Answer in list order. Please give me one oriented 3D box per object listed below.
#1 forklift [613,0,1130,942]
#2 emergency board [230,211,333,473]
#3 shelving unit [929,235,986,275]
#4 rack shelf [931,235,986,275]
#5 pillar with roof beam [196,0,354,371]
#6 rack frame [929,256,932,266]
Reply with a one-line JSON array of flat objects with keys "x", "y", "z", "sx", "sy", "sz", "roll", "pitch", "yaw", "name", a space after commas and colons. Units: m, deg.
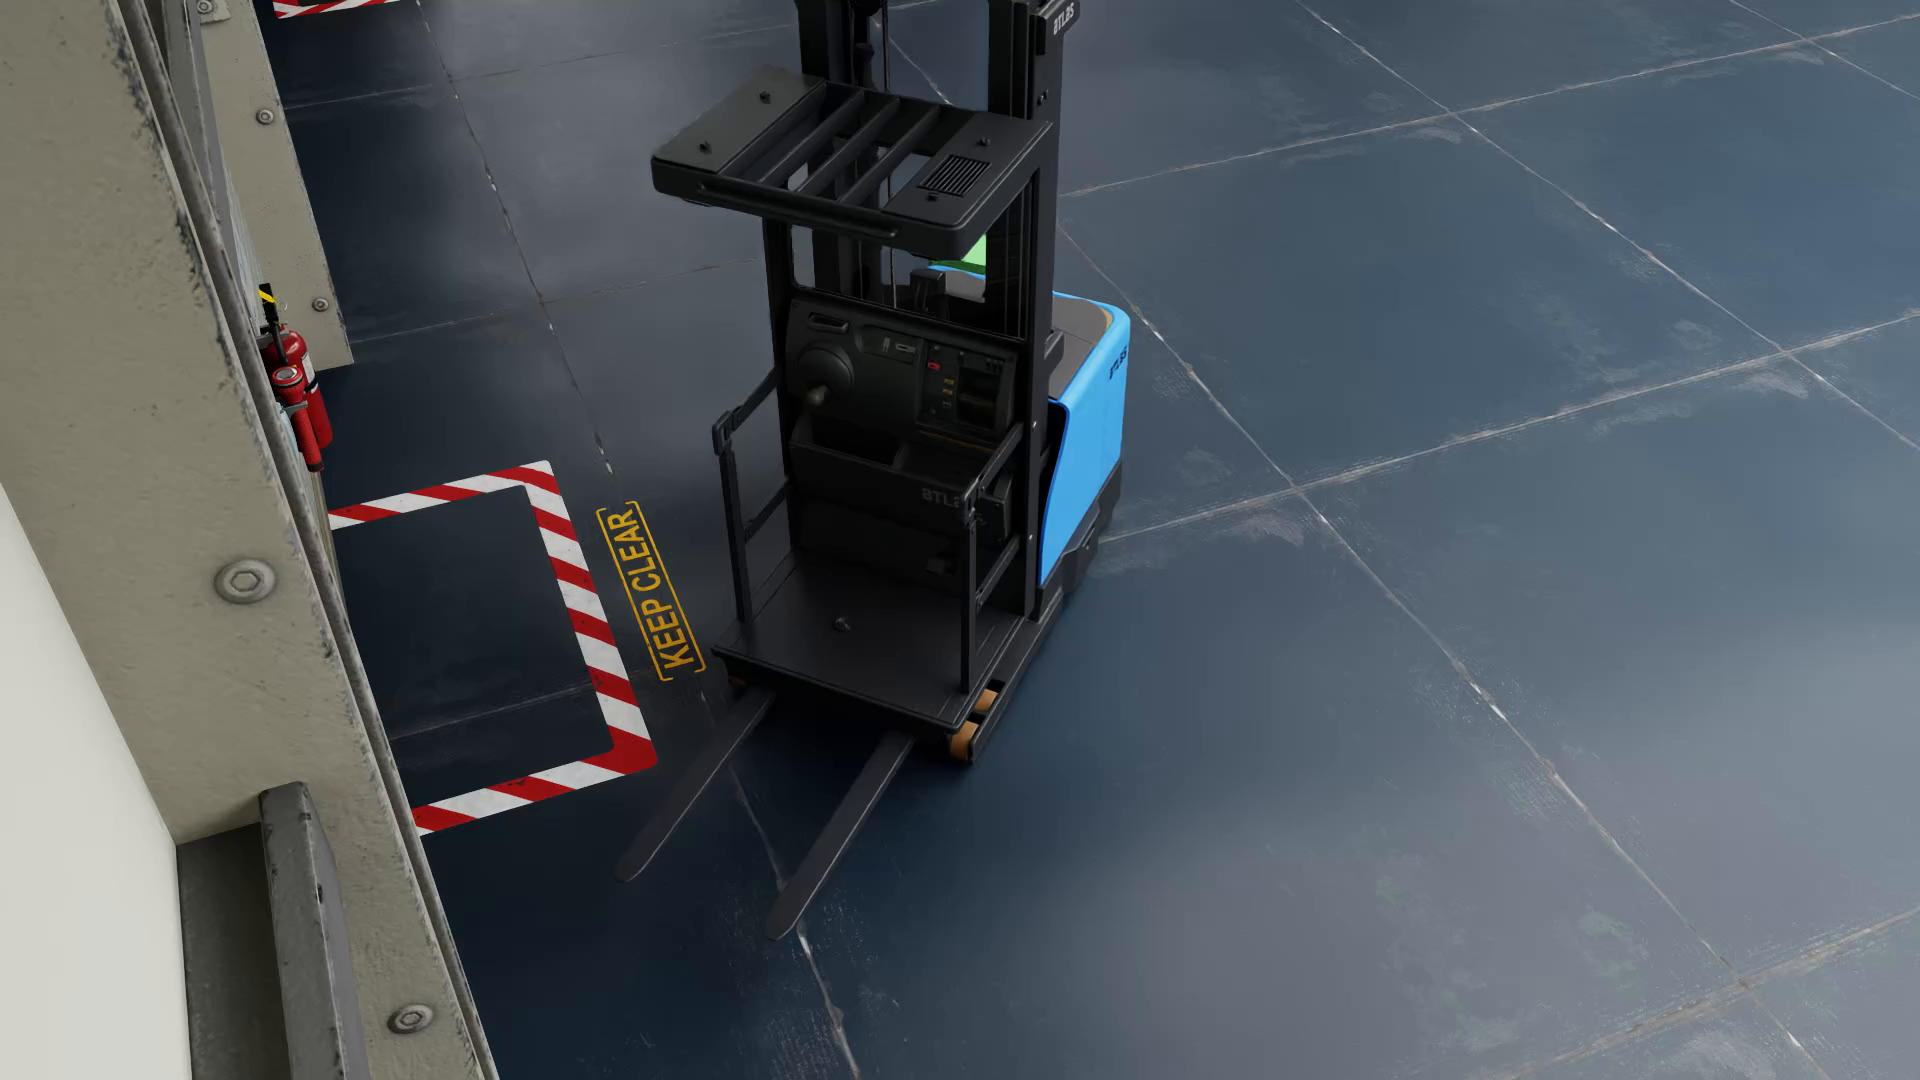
[{"x": -0.313, "y": -0.550, "z": 6.061, "sx": 1.130, "sy": 2.935, "sz": 3.031, "roll": 16, "pitch": 43, "yaw": 18, "name": "forklift"}, {"x": -2.498, "y": -0.651, "z": 6.125, "sx": 0.194, "sy": 1.169, "sz": 0.643, "roll": -15, "pitch": 43, "yaw": -17, "name": "emergency board"}, {"x": 0.135, "y": -0.945, "z": 7.847, "sx": 0.503, "sy": 1.200, "sz": 0.258, "roll": 15, "pitch": 43, "yaw": 17, "name": "shelving unit"}, {"x": 0.135, "y": -1.261, "z": 7.576, "sx": 0.480, "sy": 0.148, "sz": 0.258, "roll": 15, "pitch": 43, "yaw": 17, "name": "rack shelf"}, {"x": 0.569, "y": -5.498, "z": 7.160, "sx": 9.100, "sy": 9.000, "sz": 0.400, "roll": -15, "pitch": 43, "yaw": -17, "name": "pillar with roof beam"}, {"x": -0.090, "y": -1.006, "z": 7.918, "sx": 0.015, "sy": 1.200, "sz": 0.240, "roll": 15, "pitch": 43, "yaw": 17, "name": "rack frame"}]
